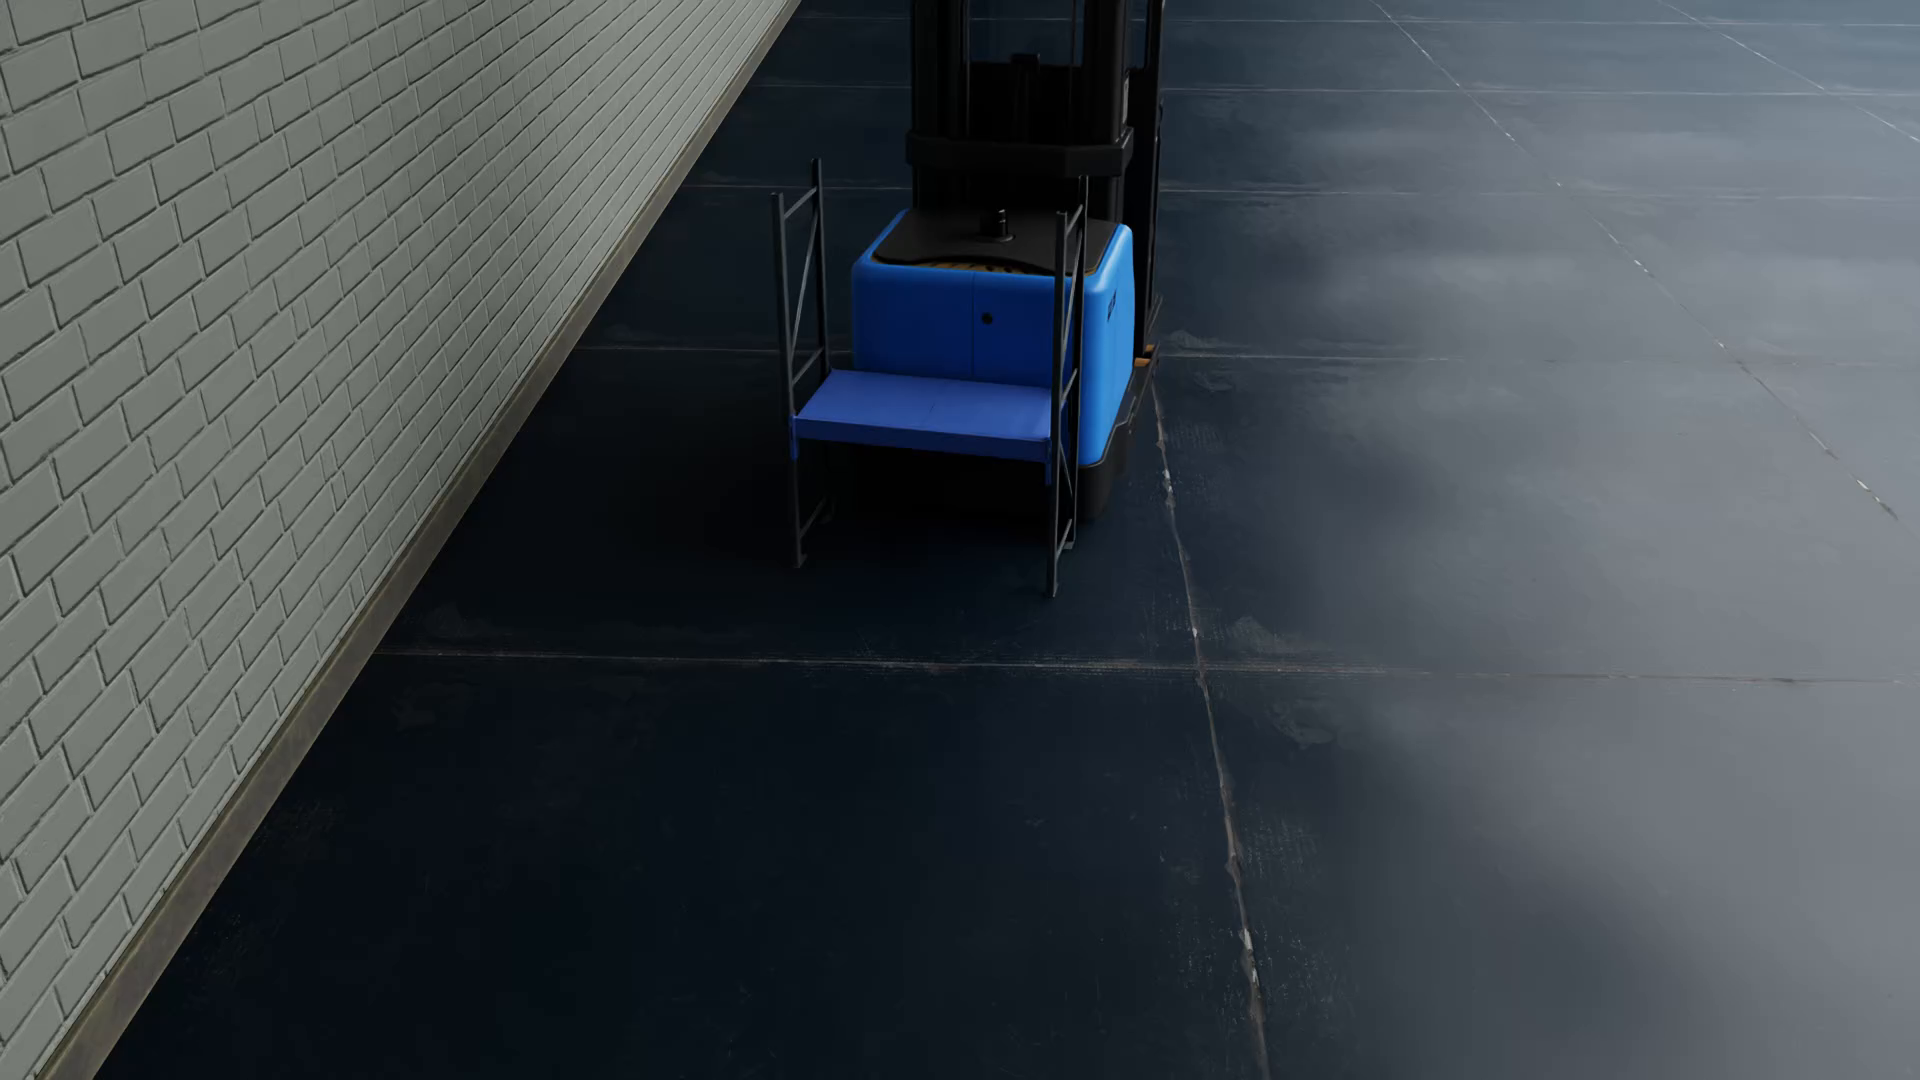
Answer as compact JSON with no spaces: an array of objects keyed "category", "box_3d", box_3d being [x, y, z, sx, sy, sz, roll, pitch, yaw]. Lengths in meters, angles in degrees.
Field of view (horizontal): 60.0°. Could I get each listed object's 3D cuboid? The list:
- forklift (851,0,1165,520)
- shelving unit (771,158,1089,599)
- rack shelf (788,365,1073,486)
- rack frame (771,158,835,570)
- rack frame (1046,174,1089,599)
[{"category":"forklift","box_3d":[0.380,-2.046,7.480,1.130,2.935,3.031,6,29,11]},{"category":"shelving unit","box_3d":[-0.098,-0.608,6.296,1.048,1.500,0.538,6,29,11]},{"category":"rack shelf","box_3d":[-0.098,-0.449,6.380,1.000,0.185,0.538,6,29,11]},{"category":"rack frame","box_3d":[-0.593,-0.662,6.397,0.032,1.500,0.500,6,29,11]},{"category":"rack frame","box_3d":[0.398,-0.555,6.195,0.032,1.500,0.500,6,29,11]}]
